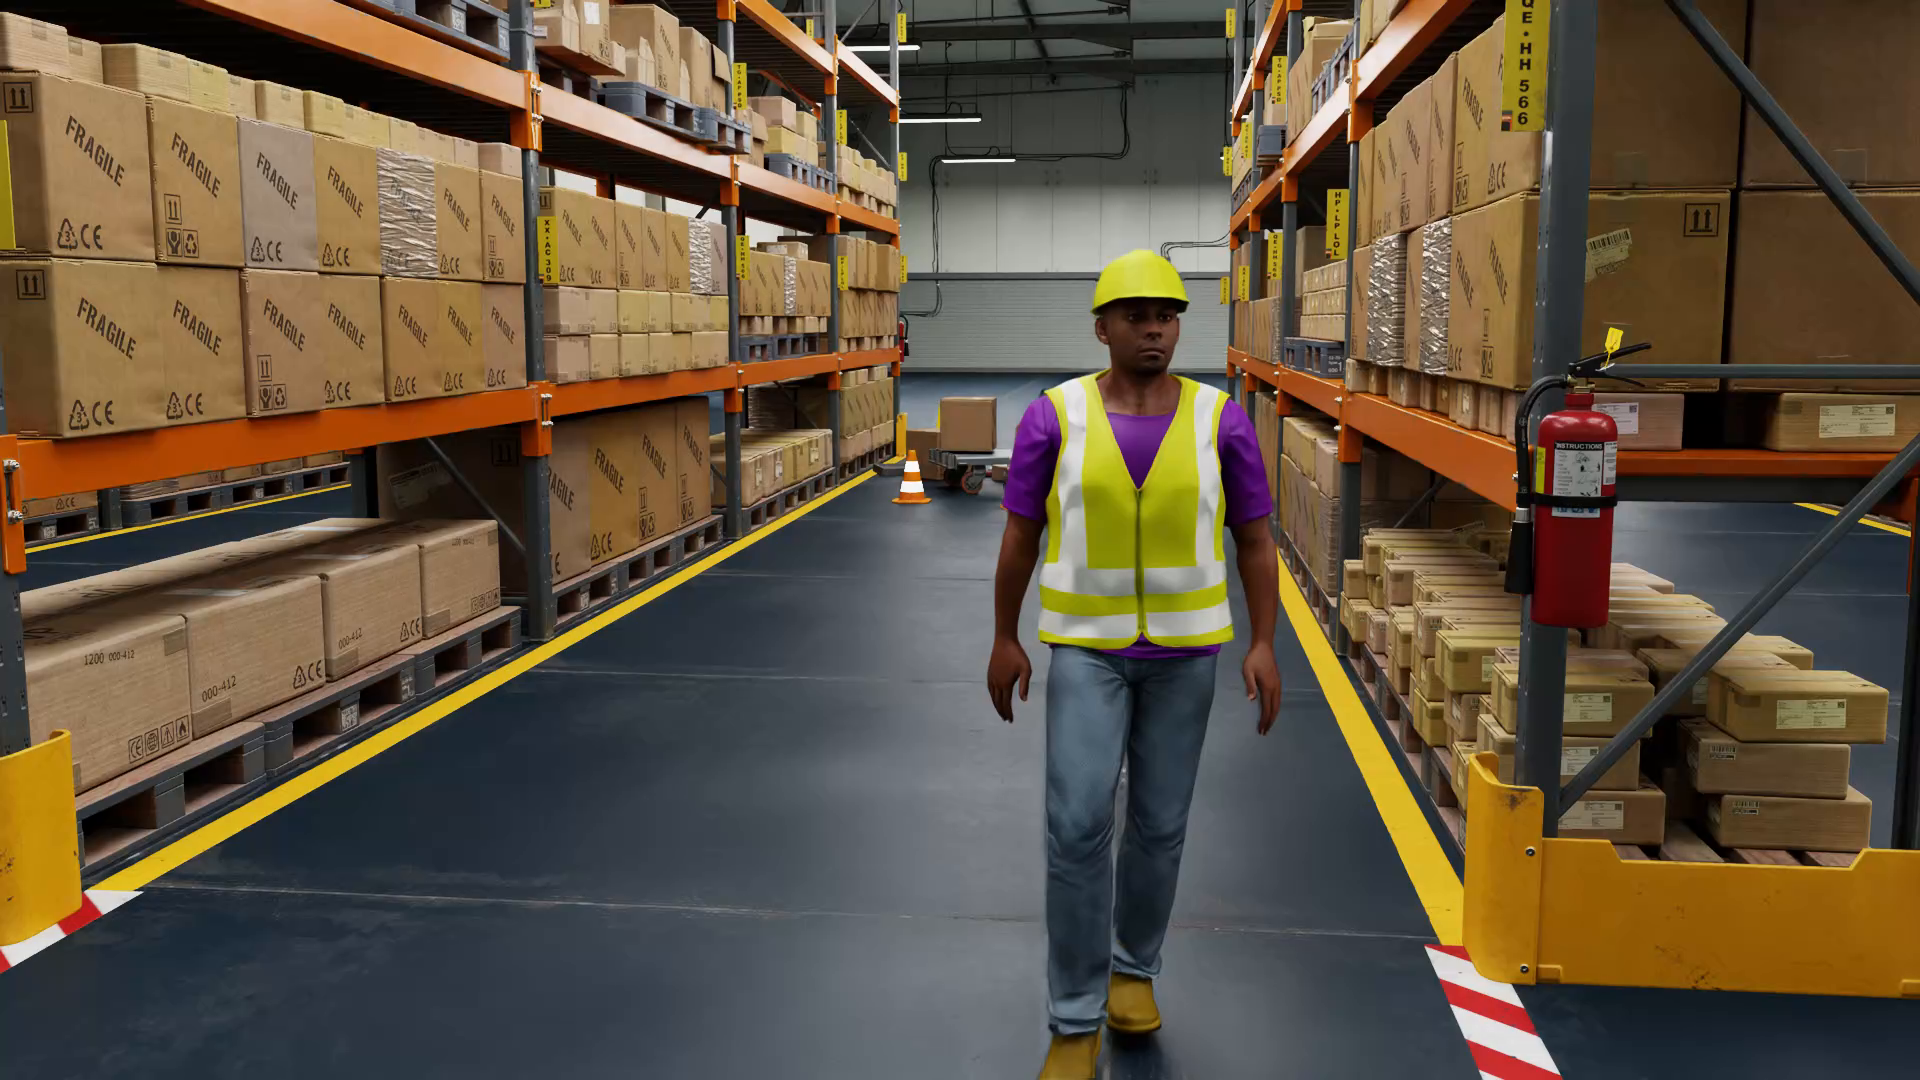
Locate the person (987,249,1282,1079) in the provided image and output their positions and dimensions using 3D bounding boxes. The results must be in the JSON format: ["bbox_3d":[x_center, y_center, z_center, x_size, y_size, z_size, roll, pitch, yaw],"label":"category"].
[{"bbox_3d":[0.387,0.288,3.615,0.643,1.823,0.600,0,8,-1],"label":"person"}]
